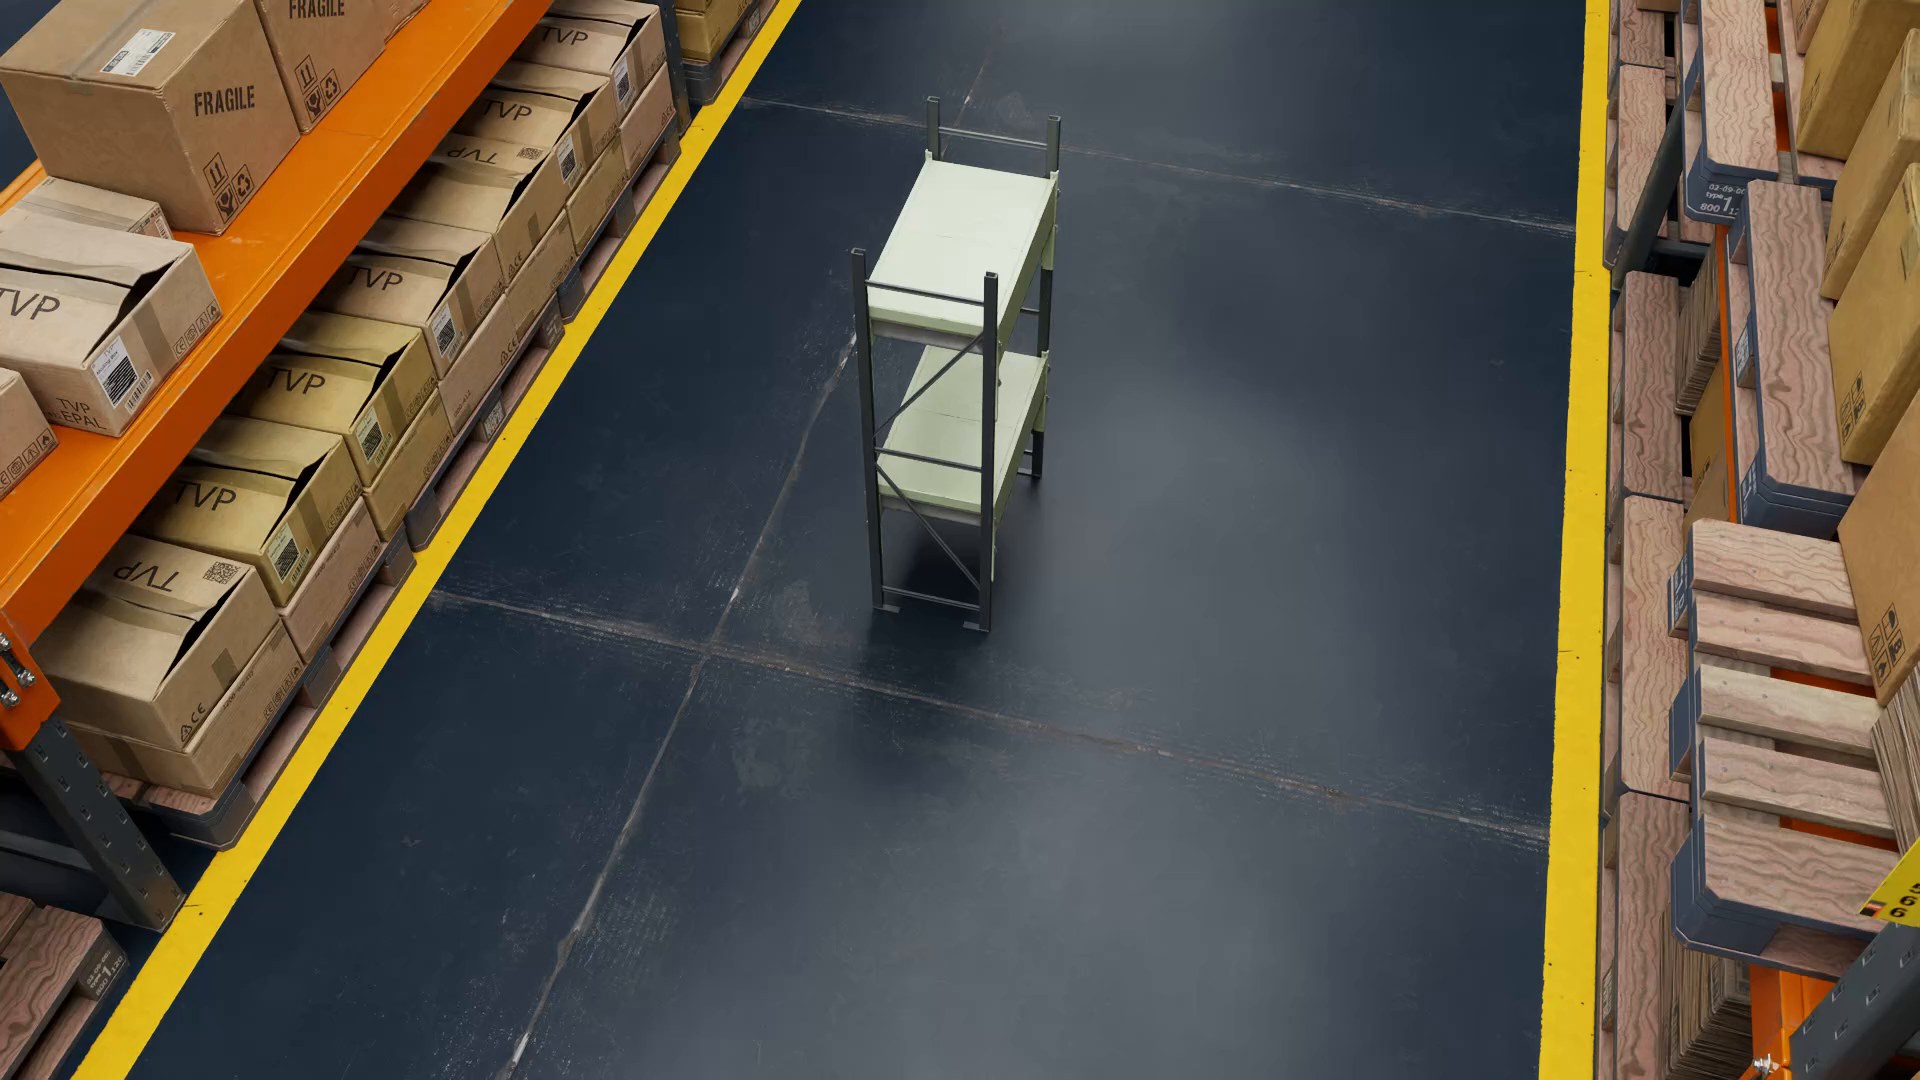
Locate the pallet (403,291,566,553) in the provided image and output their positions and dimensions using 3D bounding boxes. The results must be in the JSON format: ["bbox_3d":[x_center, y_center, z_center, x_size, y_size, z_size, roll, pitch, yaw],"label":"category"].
[{"bbox_3d":[-2.164,-0.552,6.096,1.003,0.211,1.213,12,50,10],"label":"pallet"}]

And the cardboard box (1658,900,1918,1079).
[{"bbox_3d":[2.177,1.118,4.136,0.700,0.500,0.500,12,50,11],"label":"cardboard box"}]

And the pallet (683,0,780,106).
[{"bbox_3d":[-1.439,-2.545,7.855,1.003,0.211,1.213,12,50,10],"label":"pallet"}]

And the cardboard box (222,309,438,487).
[{"bbox_3d":[-2.054,-0.493,5.364,0.500,0.311,0.500,10,49,9],"label":"cardboard box"}]

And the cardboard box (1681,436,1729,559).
[{"bbox_3d":[2.652,0.036,5.091,0.700,0.500,0.500,12,50,10],"label":"cardboard box"}]

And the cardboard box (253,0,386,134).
[{"bbox_3d":[-2.177,-1.638,5.128,0.500,0.500,0.500,12,50,10],"label":"cardboard box"}]

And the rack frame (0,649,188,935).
[{"bbox_3d":[-2.742,-0.007,3.756,1.000,3.000,0.127,12,50,10],"label":"rack frame"}]

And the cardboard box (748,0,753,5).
[{"bbox_3d":[-1.138,-2.766,7.744,0.500,0.250,0.500,12,50,10],"label":"cardboard box"}]

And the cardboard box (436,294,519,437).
[{"bbox_3d":[-1.923,-0.669,5.894,0.500,0.250,0.500,12,50,11],"label":"cardboard box"}]

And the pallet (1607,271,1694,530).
[{"bbox_3d":[2.887,-0.440,5.997,1.003,0.211,1.213,12,50,10],"label":"pallet"}]

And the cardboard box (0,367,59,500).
[{"bbox_3d":[-2.604,-0.232,4.014,0.500,0.311,0.500,14,50,12],"label":"cardboard box"}]

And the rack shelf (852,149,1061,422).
[{"bbox_3d":[0.002,-0.759,4.899,0.431,0.370,0.720,12,50,10],"label":"rack shelf"}]

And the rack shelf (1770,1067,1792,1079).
[{"bbox_3d":[1.512,2.652,1.888,1.077,0.370,4.000,12,50,10],"label":"rack shelf"}]

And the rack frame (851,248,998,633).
[{"bbox_3d":[-0.095,-0.236,4.958,0.400,1.500,0.023,12,50,10],"label":"rack frame"}]

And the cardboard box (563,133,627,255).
[{"bbox_3d":[-1.653,-1.407,6.545,0.500,0.250,0.500,11,49,9],"label":"cardboard box"}]

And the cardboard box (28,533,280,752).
[{"bbox_3d":[-2.321,0.257,4.702,0.500,0.311,0.500,13,50,11],"label":"cardboard box"}]

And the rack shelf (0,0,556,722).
[{"bbox_3d":[-2.215,-1.216,5.302,1.077,0.370,4.000,12,50,10],"label":"rack shelf"}]

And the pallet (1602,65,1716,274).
[{"bbox_3d":[3.234,-1.496,6.929,1.003,0.211,1.213,12,50,10],"label":"pallet"}]

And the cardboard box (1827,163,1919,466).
[{"bbox_3d":[2.459,-0.459,3.794,0.700,0.500,0.500,12,50,10],"label":"cardboard box"}]

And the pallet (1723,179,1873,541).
[{"bbox_3d":[2.520,-0.409,4.238,1.003,0.211,1.213,12,50,10],"label":"pallet"}]

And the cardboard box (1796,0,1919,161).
[{"bbox_3d":[2.770,-1.340,4.572,0.700,0.500,0.500,16,51,14],"label":"cardboard box"}]

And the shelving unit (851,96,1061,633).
[{"bbox_3d":[0.002,-0.501,5.192,0.431,1.500,0.755,12,50,10],"label":"shelving unit"}]

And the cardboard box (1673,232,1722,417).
[{"bbox_3d":[2.913,-0.708,5.748,0.700,0.500,0.500,13,50,11],"label":"cardboard box"}]

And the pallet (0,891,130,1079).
[{"bbox_3d":[-2.975,1.448,4.331,1.003,0.211,1.213,12,50,10],"label":"pallet"}]

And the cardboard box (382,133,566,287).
[{"bbox_3d":[-1.784,-1.228,6.013,0.500,0.311,0.500,11,50,10],"label":"cardboard box"}]

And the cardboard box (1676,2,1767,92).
[{"bbox_3d":[3.326,-2.003,6.891,0.500,0.500,0.500,8,49,7],"label":"cardboard box"}]

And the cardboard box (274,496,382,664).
[{"bbox_3d":[-2.189,0.079,5.233,0.500,0.250,0.500,10,49,9],"label":"cardboard box"}]

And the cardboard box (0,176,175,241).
[{"bbox_3d":[-2.461,-0.858,4.674,0.380,0.149,0.250,15,50,13],"label":"cardboard box"}]

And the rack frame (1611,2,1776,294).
[{"bbox_3d":[3.091,-1.926,5.449,1.000,3.000,0.127,12,50,10],"label":"rack frame"}]

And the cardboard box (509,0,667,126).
[{"bbox_3d":[-1.519,-1.966,6.664,0.500,0.311,0.500,12,50,10],"label":"cardboard box"}]

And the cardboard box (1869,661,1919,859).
[{"bbox_3d":[2.152,0.447,2.995,0.700,0.500,0.500,6,49,6],"label":"cardboard box"}]
